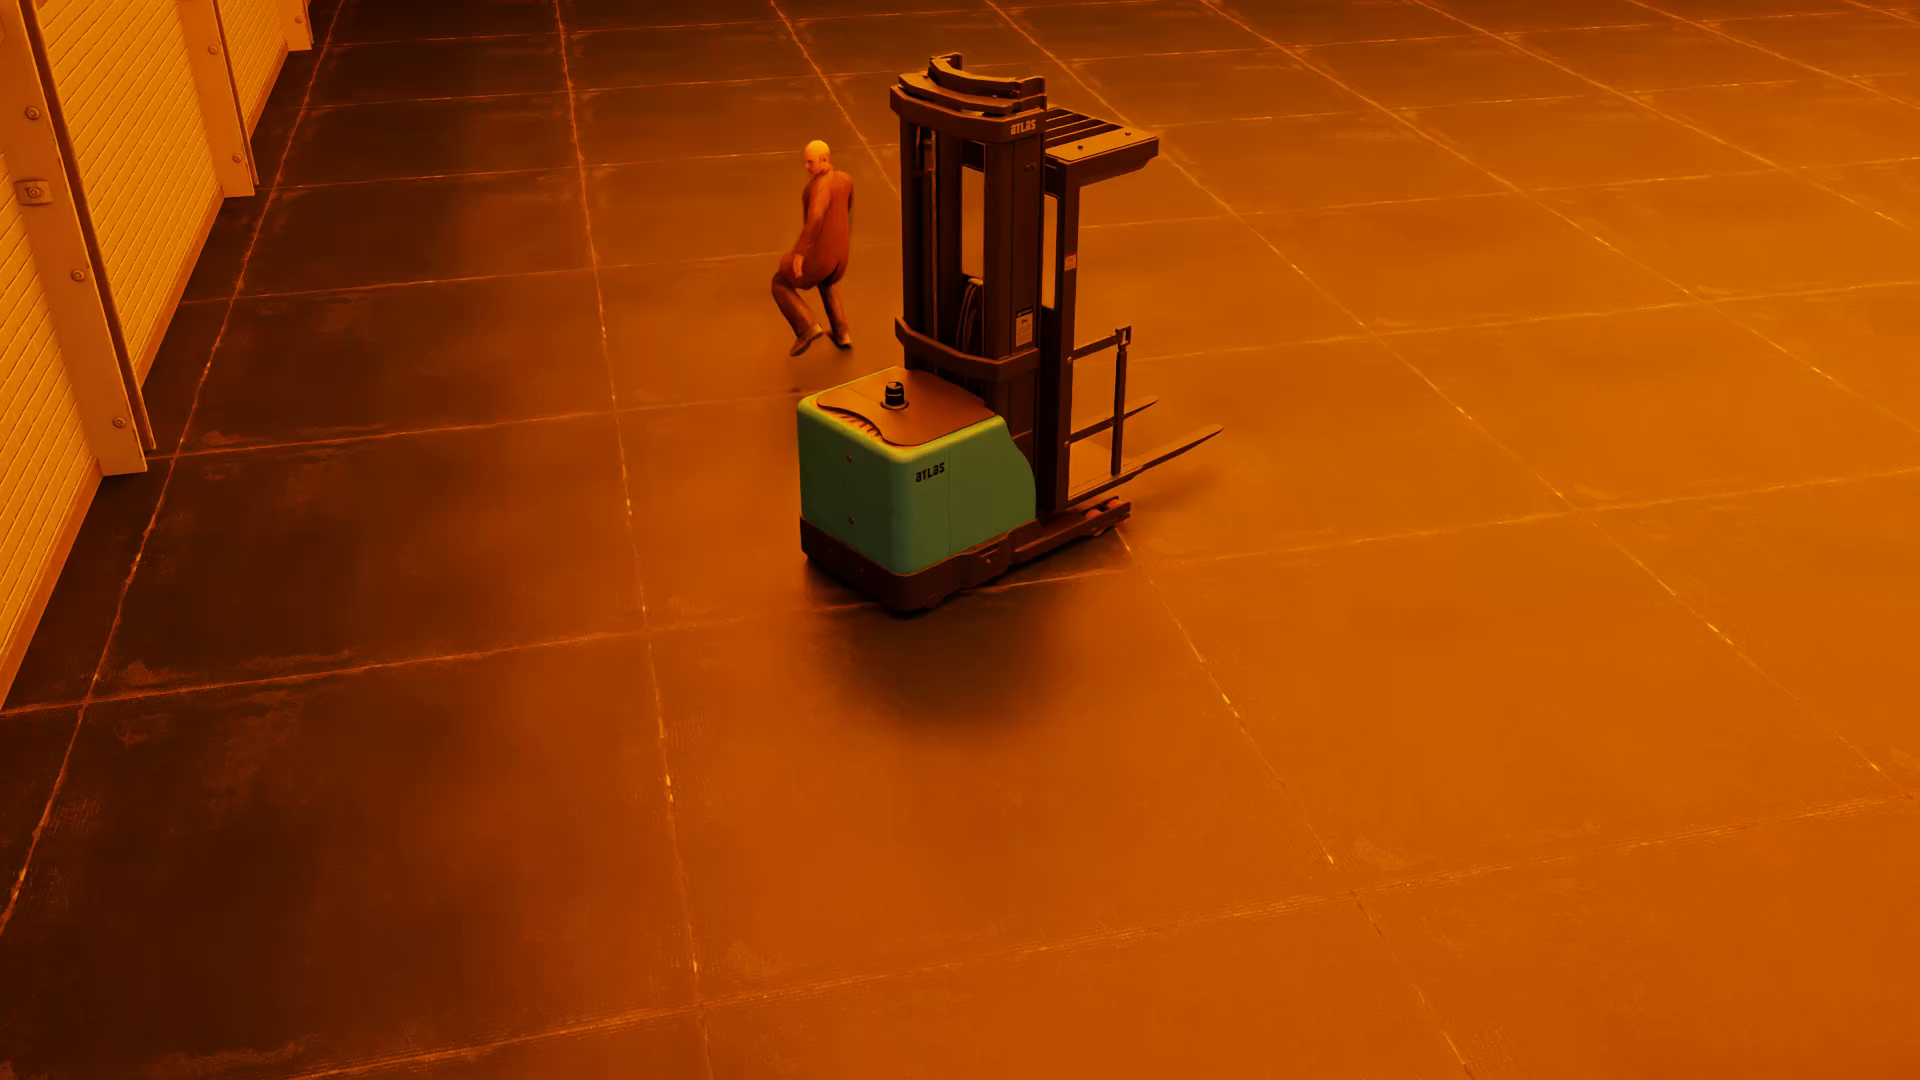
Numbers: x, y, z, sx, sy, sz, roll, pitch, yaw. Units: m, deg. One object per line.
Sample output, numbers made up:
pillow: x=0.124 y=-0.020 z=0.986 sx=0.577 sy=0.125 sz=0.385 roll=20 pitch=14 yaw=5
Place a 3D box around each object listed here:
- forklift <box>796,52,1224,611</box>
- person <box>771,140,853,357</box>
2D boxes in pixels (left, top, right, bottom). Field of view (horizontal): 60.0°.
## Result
forklift: x=0.457 y=-1.471 z=10.116 sx=3.031 sy=2.935 sz=1.130 roll=-24 pitch=38 yaw=-35
person: x=-1.075 y=-2.215 z=12.705 sx=0.581 sy=1.670 sz=0.922 roll=21 pitch=36 yaw=32
